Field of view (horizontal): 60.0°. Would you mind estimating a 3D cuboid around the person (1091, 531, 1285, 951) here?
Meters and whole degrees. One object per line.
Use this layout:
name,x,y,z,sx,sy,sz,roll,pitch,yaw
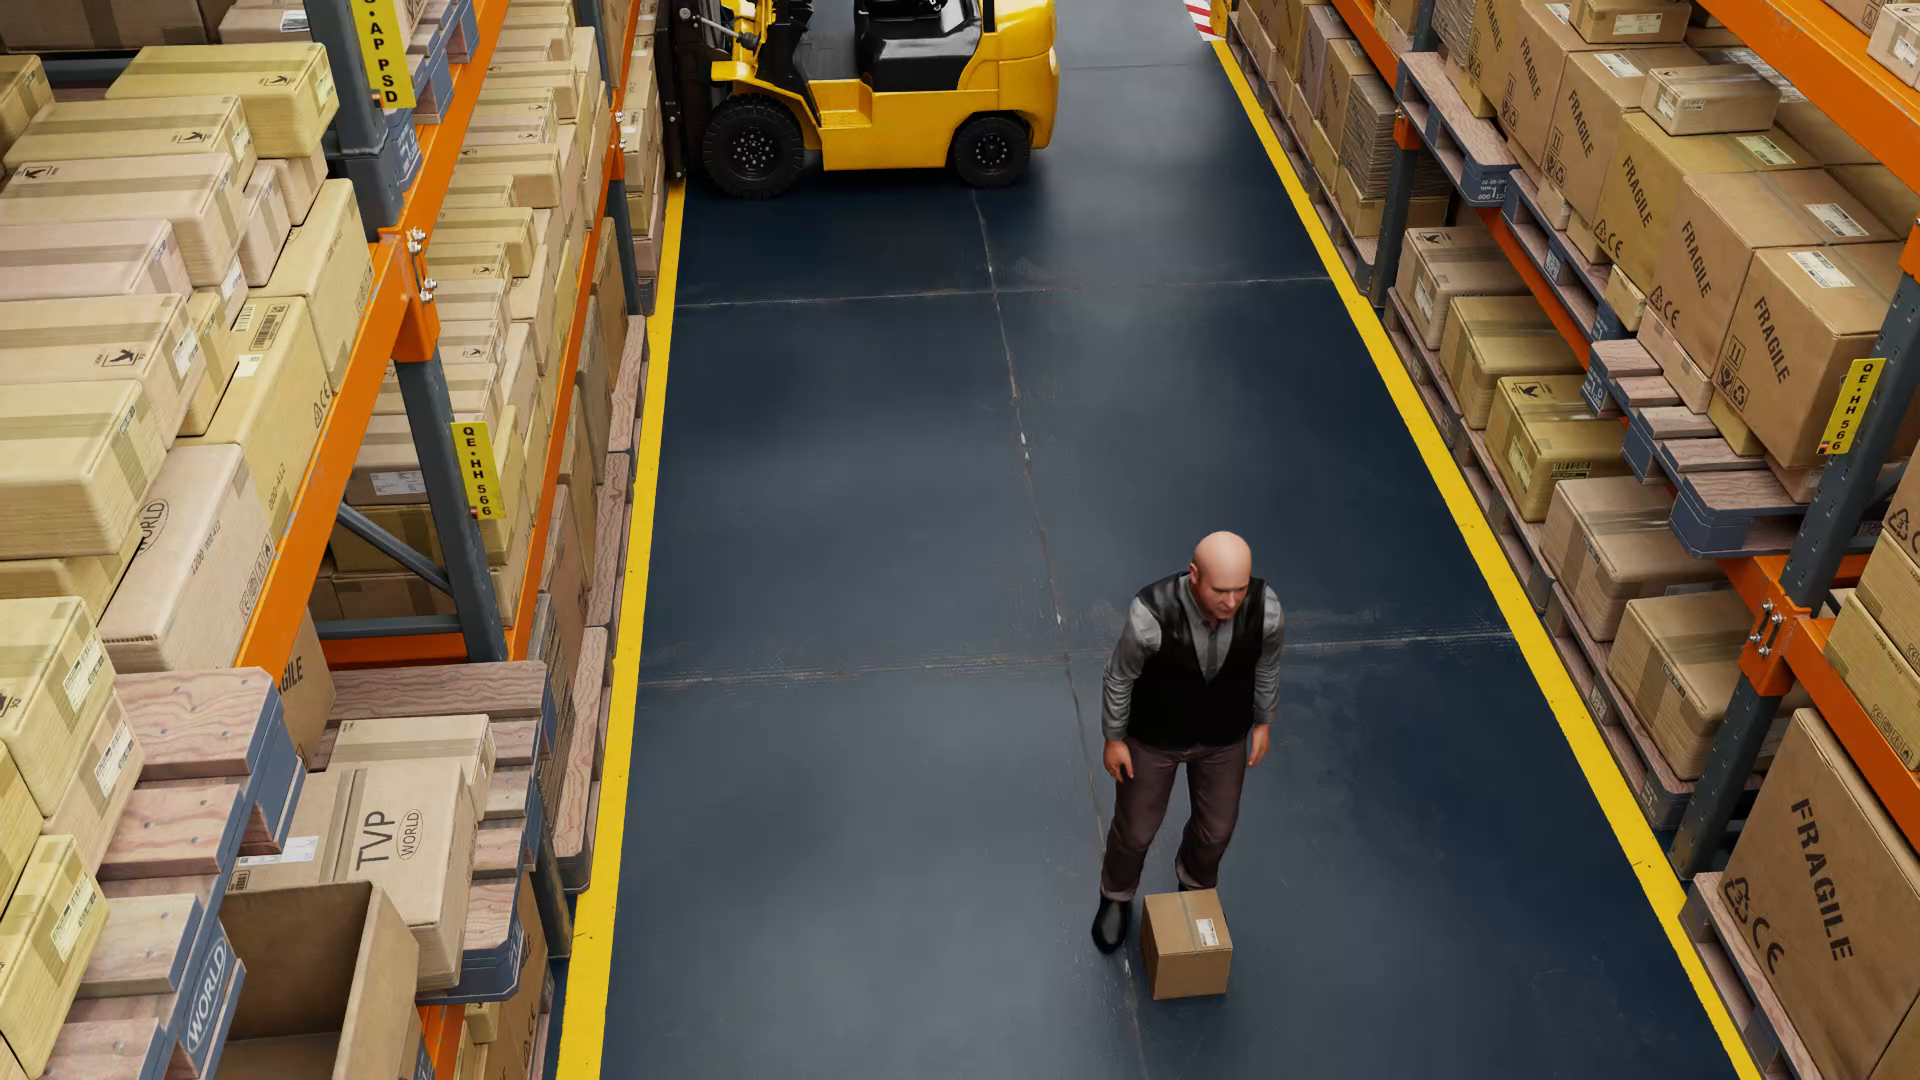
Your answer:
person,0.734,0.623,5.400,0.584,1.719,0.426,-5,39,-6
